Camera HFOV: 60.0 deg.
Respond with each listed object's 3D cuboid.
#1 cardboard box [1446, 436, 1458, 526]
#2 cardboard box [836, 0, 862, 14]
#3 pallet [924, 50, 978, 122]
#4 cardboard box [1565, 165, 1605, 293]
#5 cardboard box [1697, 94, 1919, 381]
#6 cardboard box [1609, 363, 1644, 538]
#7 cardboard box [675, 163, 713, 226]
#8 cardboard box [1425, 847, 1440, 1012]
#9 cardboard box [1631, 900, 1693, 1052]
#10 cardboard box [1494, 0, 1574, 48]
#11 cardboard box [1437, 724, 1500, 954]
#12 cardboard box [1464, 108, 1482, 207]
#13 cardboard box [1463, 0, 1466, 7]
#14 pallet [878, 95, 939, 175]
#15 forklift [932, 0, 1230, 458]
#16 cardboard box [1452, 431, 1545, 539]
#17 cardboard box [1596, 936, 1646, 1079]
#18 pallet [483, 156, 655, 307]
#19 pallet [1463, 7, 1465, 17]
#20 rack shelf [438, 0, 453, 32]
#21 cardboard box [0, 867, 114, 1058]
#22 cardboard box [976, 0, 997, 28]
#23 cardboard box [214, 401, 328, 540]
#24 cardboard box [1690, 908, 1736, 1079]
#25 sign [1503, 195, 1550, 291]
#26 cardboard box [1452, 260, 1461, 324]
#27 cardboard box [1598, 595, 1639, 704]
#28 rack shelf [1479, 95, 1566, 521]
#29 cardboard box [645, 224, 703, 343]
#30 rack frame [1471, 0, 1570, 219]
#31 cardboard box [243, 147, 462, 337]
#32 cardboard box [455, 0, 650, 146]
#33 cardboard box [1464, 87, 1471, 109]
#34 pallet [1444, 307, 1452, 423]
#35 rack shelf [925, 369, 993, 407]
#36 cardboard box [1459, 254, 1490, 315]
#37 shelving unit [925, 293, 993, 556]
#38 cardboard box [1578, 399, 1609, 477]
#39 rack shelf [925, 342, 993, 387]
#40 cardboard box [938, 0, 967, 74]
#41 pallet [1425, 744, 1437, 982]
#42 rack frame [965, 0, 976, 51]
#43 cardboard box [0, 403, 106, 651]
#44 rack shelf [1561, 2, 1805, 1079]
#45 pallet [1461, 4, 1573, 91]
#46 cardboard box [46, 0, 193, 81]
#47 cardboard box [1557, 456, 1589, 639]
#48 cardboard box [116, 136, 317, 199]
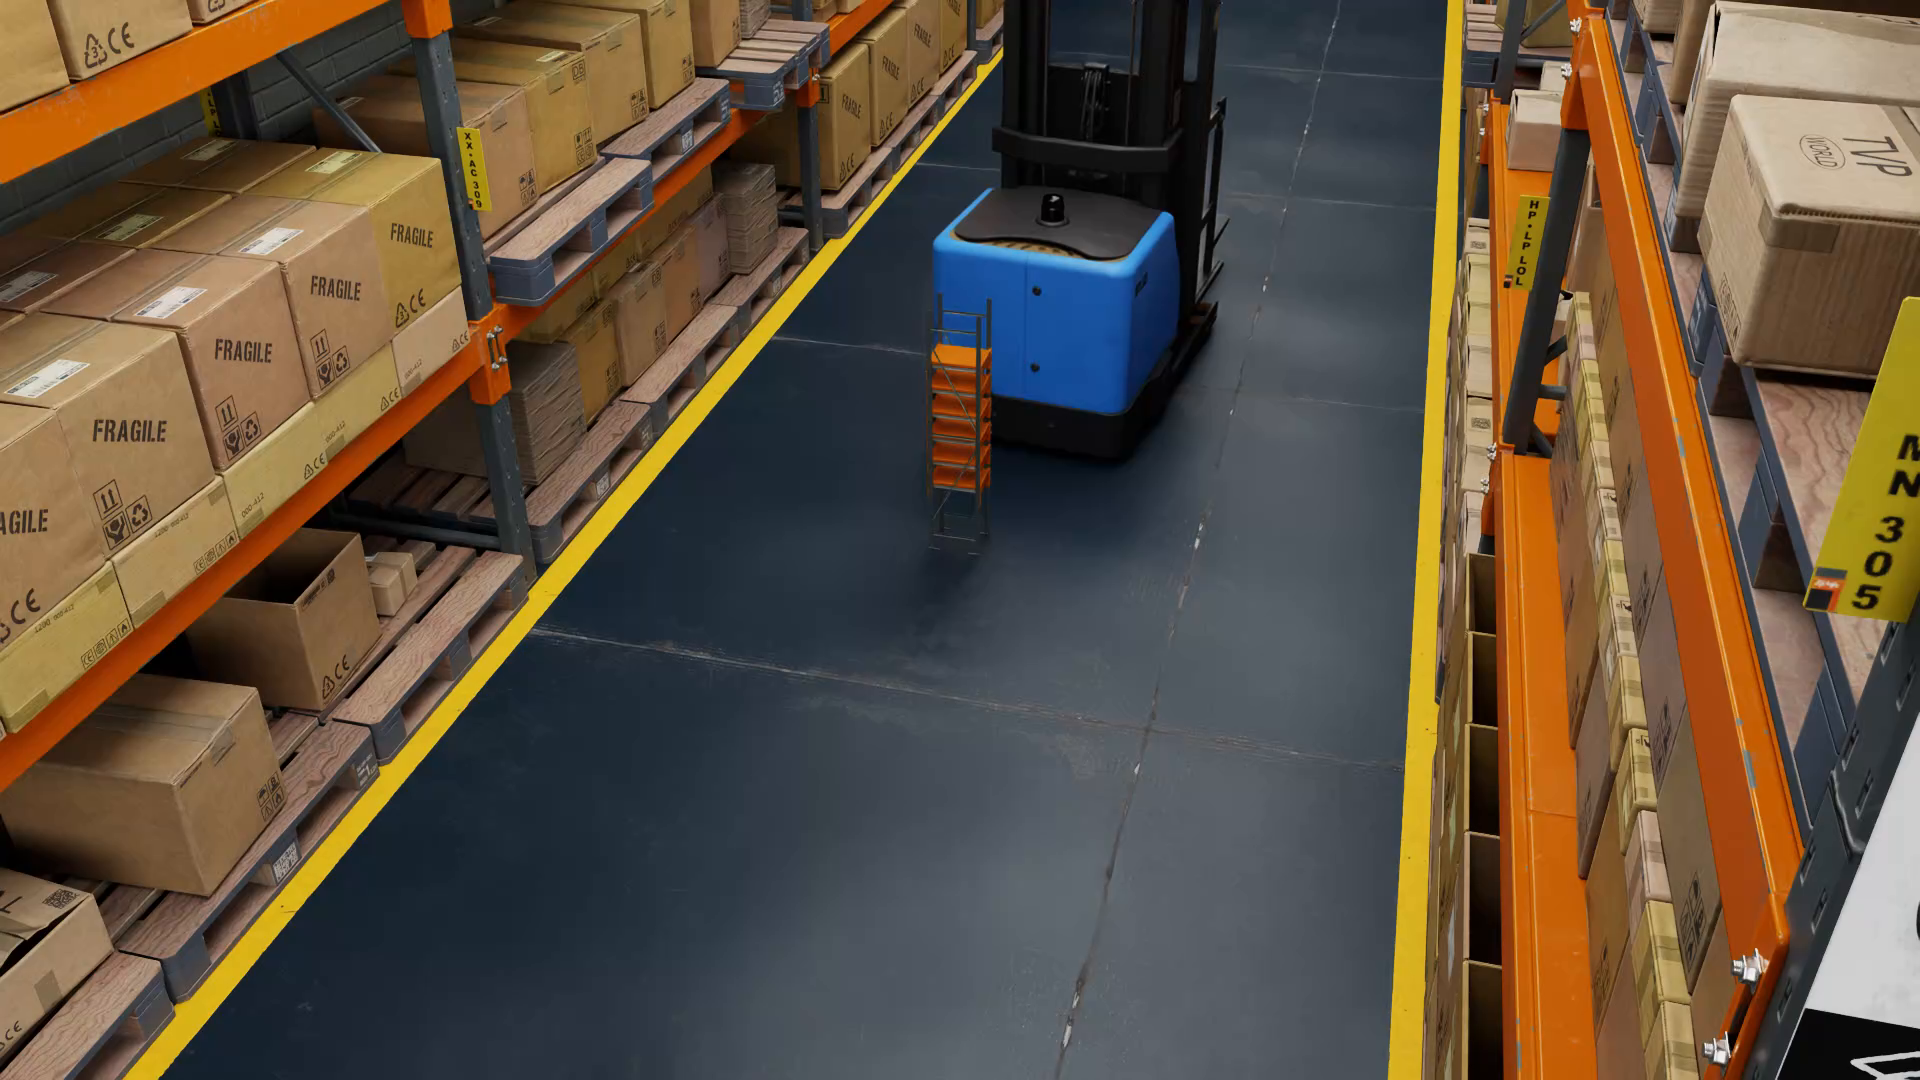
[{"bbox_3d":[2.483,-0.253,7.523,0.500,0.250,0.500,9,33,13],"label":"cardboard box"},{"bbox_3d":[-0.850,-3.499,10.674,0.380,0.149,0.250,9,34,14],"label":"cardboard box"},{"bbox_3d":[-0.487,-3.690,13.358,1.003,0.211,1.213,8,33,12],"label":"pallet"},{"bbox_3d":[2.743,-1.165,6.694,0.500,0.500,0.500,10,34,16],"label":"cardboard box"},{"bbox_3d":[1.421,-0.450,2.484,0.500,0.250,0.500,8,33,12],"label":"cardboard box"},{"bbox_3d":[2.037,-0.290,4.108,0.700,0.500,0.500,8,33,12],"label":"cardboard box"},{"bbox_3d":[-1.716,-1.981,9.291,0.500,0.250,0.500,9,33,13],"label":"cardboard box"},{"bbox_3d":[1.724,1.247,5.165,0.500,0.250,0.500,8,33,12],"label":"cardboard box"},{"bbox_3d":[1.426,0.813,2.977,0.380,0.149,0.250,8,33,12],"label":"cardboard box"},{"bbox_3d":[3.464,-3.091,9.331,0.700,0.500,0.500,-3,33,-4],"label":"cardboard box"},{"bbox_3d":[1.724,0.930,4.964,0.500,0.500,0.500,8,33,12],"label":"cardboard box"},{"bbox_3d":[3.556,-2.446,10.721,0.500,0.500,0.500,7,33,11],"label":"cardboard box"},{"bbox_3d":[4.778,-4.944,14.883,0.500,0.250,0.500,8,33,12],"label":"cardboard box"},{"bbox_3d":[-0.794,-3.055,12.359,1.003,0.211,1.213,8,33,12],"label":"pallet"},{"bbox_3d":[0.854,-2.427,8.836,1.130,2.935,3.031,12,34,18],"label":"forklift"},{"bbox_3d":[2.350,-0.227,6.960,0.500,0.311,0.500,9,34,14],"label":"cardboard box"},{"bbox_3d":[1.643,1.066,3.184,0.700,0.500,0.500,9,34,14],"label":"cardboard box"},{"bbox_3d":[-2.059,-1.422,7.370,1.003,0.211,1.213,8,33,12],"label":"pallet"},{"bbox_3d":[5.223,-5.050,15.498,1.003,0.211,1.213,8,33,12],"label":"pallet"},{"bbox_3d":[-1.886,-3.126,7.746,1.077,0.370,4.000,8,33,12],"label":"rack shelf"},{"bbox_3d":[-3.002,1.256,5.074,0.500,0.311,0.500,11,34,16],"label":"cardboard box"},{"bbox_3d":[-0.075,-4.774,14.402,0.700,0.500,0.500,8,33,13],"label":"cardboard box"},{"bbox_3d":[-2.468,-0.264,5.490,0.500,0.250,0.500,8,33,12],"label":"cardboard box"},{"bbox_3d":[1.528,0.765,2.449,0.700,0.500,0.500,8,33,13],"label":"cardboard box"},{"bbox_3d":[1.871,-0.978,5.486,0.100,0.325,0.005,8,33,12],"label":"sign"},{"bbox_3d":[2.997,-1.314,9.193,0.500,0.250,0.500,8,33,12],"label":"cardboard box"},{"bbox_3d":[1.688,0.277,3.821,0.380,0.149,0.250,8,33,12],"label":"cardboard box"},{"bbox_3d":[2.906,-1.188,7.493,1.077,0.370,4.000,8,33,12],"label":"rack shelf"},{"bbox_3d":[-1.853,-1.439,9.137,0.700,0.500,0.500,8,33,12],"label":"cardboard box"},{"bbox_3d":[3.414,-2.529,8.933,1.000,3.000,0.127,8,33,12],"label":"rack frame"},{"bbox_3d":[-2.215,-1.100,6.107,0.500,0.500,0.500,8,33,12],"label":"cardboard box"},{"bbox_3d":[-1.946,-2.248,7.987,0.700,0.500,0.500,13,35,19],"label":"cardboard box"},{"bbox_3d":[4.070,-3.518,12.408,0.500,0.500,0.500,7,33,10],"label":"cardboard box"},{"bbox_3d":[3.167,-0.931,9.017,1.003,0.211,1.213,8,33,12],"label":"pallet"},{"bbox_3d":[-0.004,-0.664,7.311,0.258,0.103,0.180,8,33,12],"label":"rack shelf"},{"bbox_3d":[2.872,-1.277,8.612,0.500,0.311,0.500,7,33,11],"label":"cardboard box"},{"bbox_3d":[-0.004,-0.499,7.416,0.258,1.200,0.189,8,33,12],"label":"shelving unit"},{"bbox_3d":[1.950,-0.256,4.658,0.380,0.149,0.250,8,33,12],"label":"cardboard box"},{"bbox_3d":[-0.004,-0.765,7.247,0.258,0.103,0.180,8,33,12],"label":"rack shelf"},{"bbox_3d":[-0.403,-4.192,13.161,0.750,0.750,0.750,8,33,13],"label":"cardboard box"},{"bbox_3d":[2.156,1.130,5.775,1.003,0.211,1.213,8,33,12],"label":"pallet"},{"bbox_3d":[-0.364,-5.277,13.256,1.000,3.000,0.127,8,33,12],"label":"rack frame"},{"bbox_3d":[-2.725,-0.041,4.441,0.500,0.500,0.500,7,33,11],"label":"cardboard box"},{"bbox_3d":[1.891,-0.378,3.423,1.077,0.370,4.000,8,33,12],"label":"rack shelf"},{"bbox_3d":[3.518,-2.810,9.552,1.213,0.211,1.003,8,33,12],"label":"pallet"},{"bbox_3d":[-2.528,-1.593,4.553,0.500,0.500,0.500,7,33,10],"label":"cardboard box"},{"bbox_3d":[2.164,0.010,4.845,0.700,0.500,0.500,8,33,12],"label":"cardboard box"},{"bbox_3d":[-2.715,-1.172,6.220,0.500,0.500,0.500,7,33,11],"label":"cardboard box"}]
